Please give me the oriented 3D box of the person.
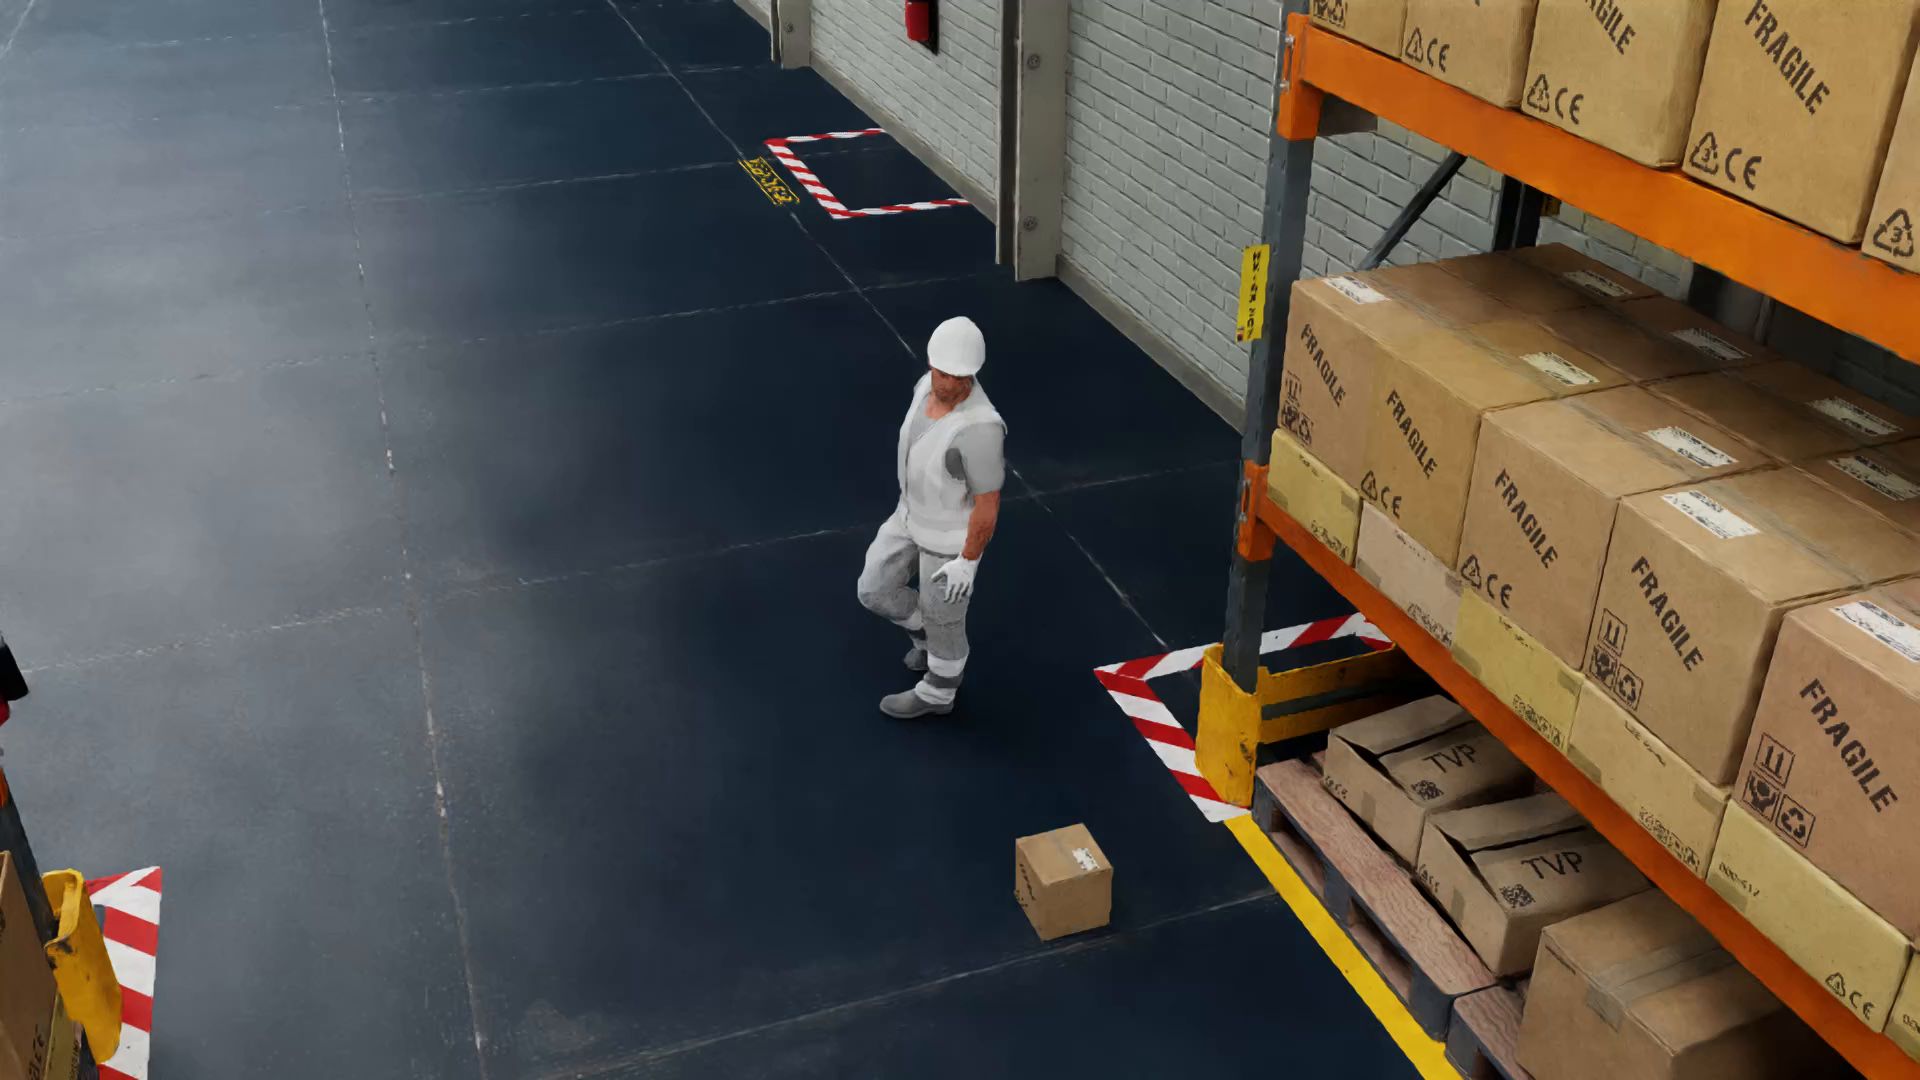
[{"bbox_3d":[-0.126,-0.036,6.149,0.453,1.774,0.729,-12,32,-21],"label":"person"}]
